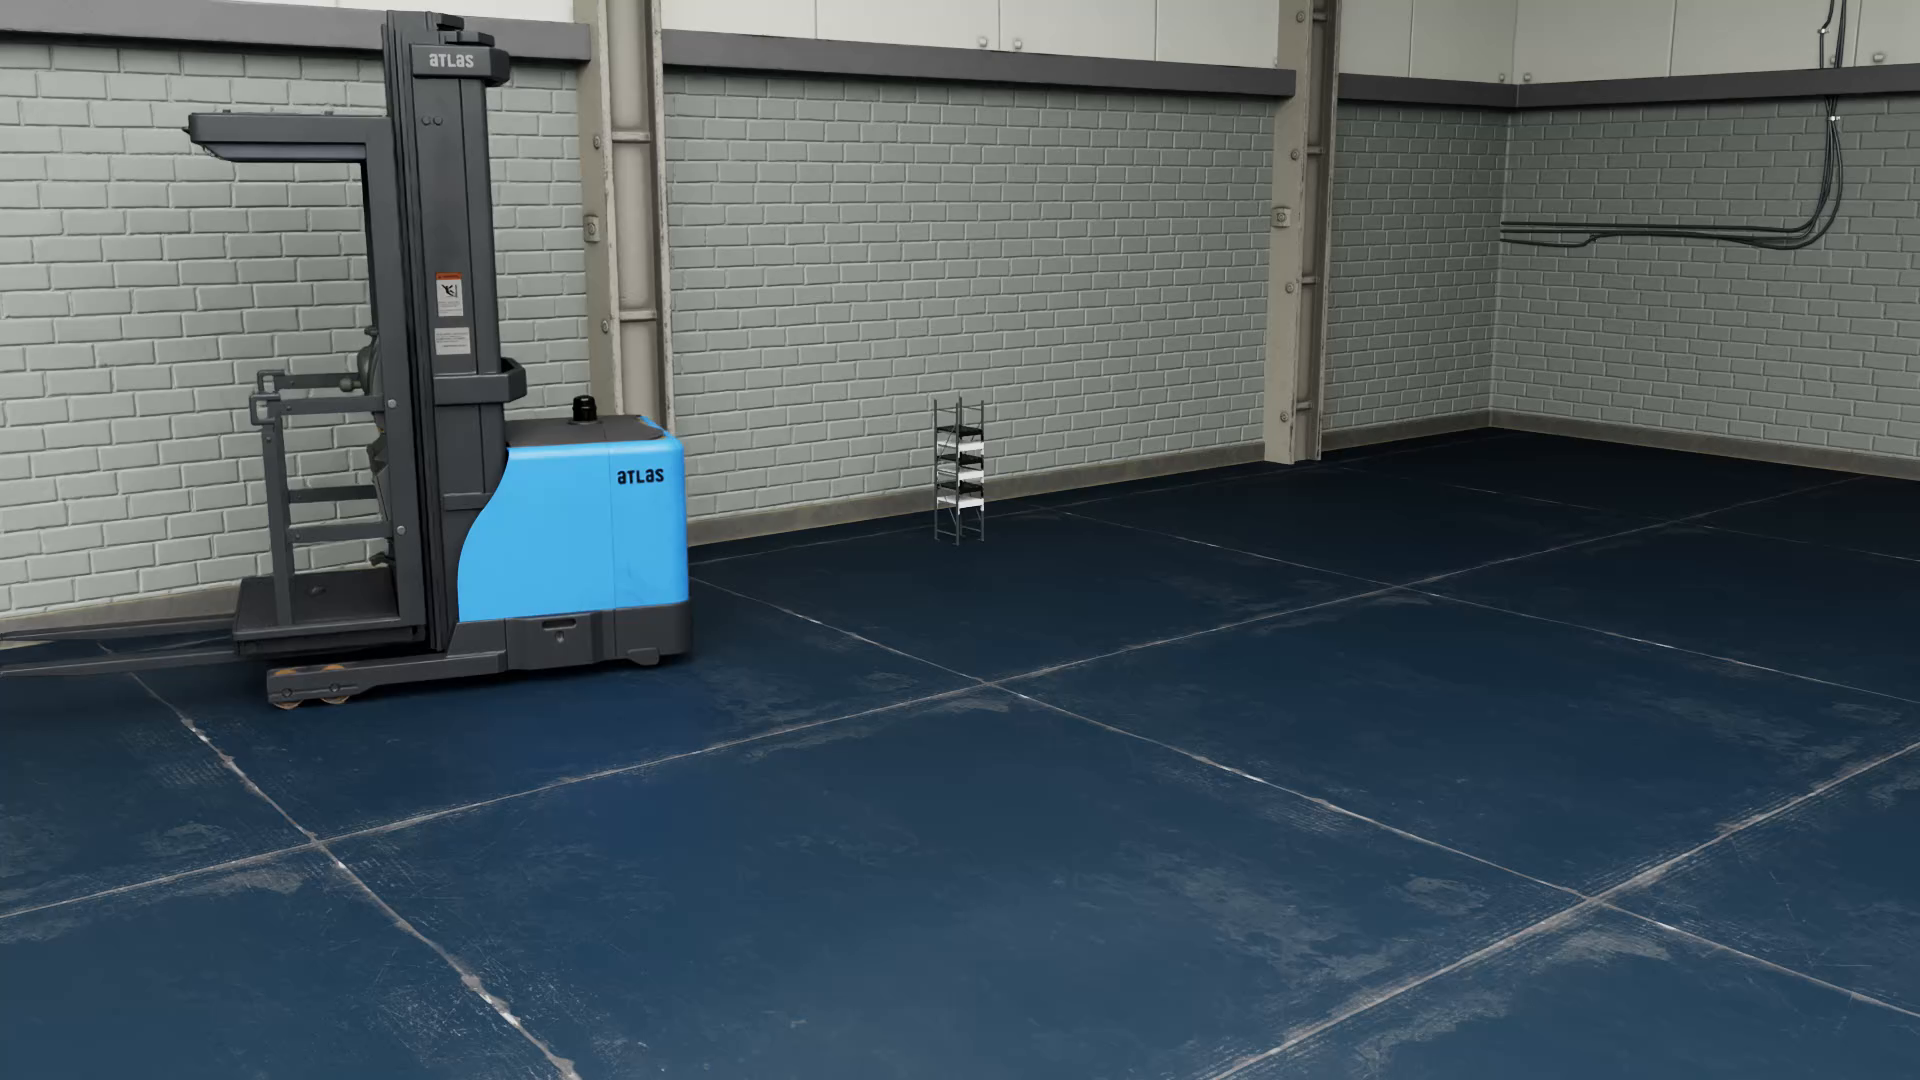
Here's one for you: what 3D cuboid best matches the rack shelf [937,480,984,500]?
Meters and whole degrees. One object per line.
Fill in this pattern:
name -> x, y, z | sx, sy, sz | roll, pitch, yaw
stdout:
rack shelf -> -0.006, -0.318, 10.556 | 0.200, 0.077, 0.258 | -9, 15, -38

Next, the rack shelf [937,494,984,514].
rack shelf -> -0.006, -0.230, 10.575 | 0.200, 0.077, 0.258 | -9, 15, -38

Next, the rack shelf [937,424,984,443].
rack shelf -> -0.006, -0.671, 10.481 | 0.200, 0.077, 0.258 | -9, 15, -38

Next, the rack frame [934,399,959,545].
rack frame -> -0.086, -0.426, 10.468 | 0.006, 0.900, 0.240 | -9, 15, -38

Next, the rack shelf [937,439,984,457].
rack shelf -> -0.006, -0.583, 10.500 | 0.200, 0.077, 0.258 | -9, 15, -38

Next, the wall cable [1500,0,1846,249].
wall cable -> 5.867, -3.715, 13.935 | 0.112, 2.526, 3.097 | -9, 15, -38

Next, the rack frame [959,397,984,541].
rack frame -> 0.073, -0.452, 10.592 | 0.006, 0.900, 0.240 | -9, 15, -38

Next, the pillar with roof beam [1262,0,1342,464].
pillar with roof beam -> 5.430, -4.368, 9.534 | 0.400, 9.000, 9.100 | -9, 15, -38

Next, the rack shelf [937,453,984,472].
rack shelf -> -0.006, -0.495, 10.519 | 0.200, 0.077, 0.258 | -9, 15, -38

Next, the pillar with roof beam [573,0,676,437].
pillar with roof beam -> 0.745, -3.589, 5.867 | 0.400, 9.000, 9.100 | -9, 15, -38

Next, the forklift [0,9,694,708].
forklift -> -2.832, -0.829, 7.475 | 3.031, 2.935, 1.130 | -4, 13, -20

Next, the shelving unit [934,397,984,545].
shelving unit -> -0.006, -0.439, 10.530 | 0.210, 0.900, 0.258 | -9, 15, -38

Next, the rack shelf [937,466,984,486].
rack shelf -> -0.006, -0.407, 10.537 | 0.200, 0.077, 0.258 | -9, 15, -38
